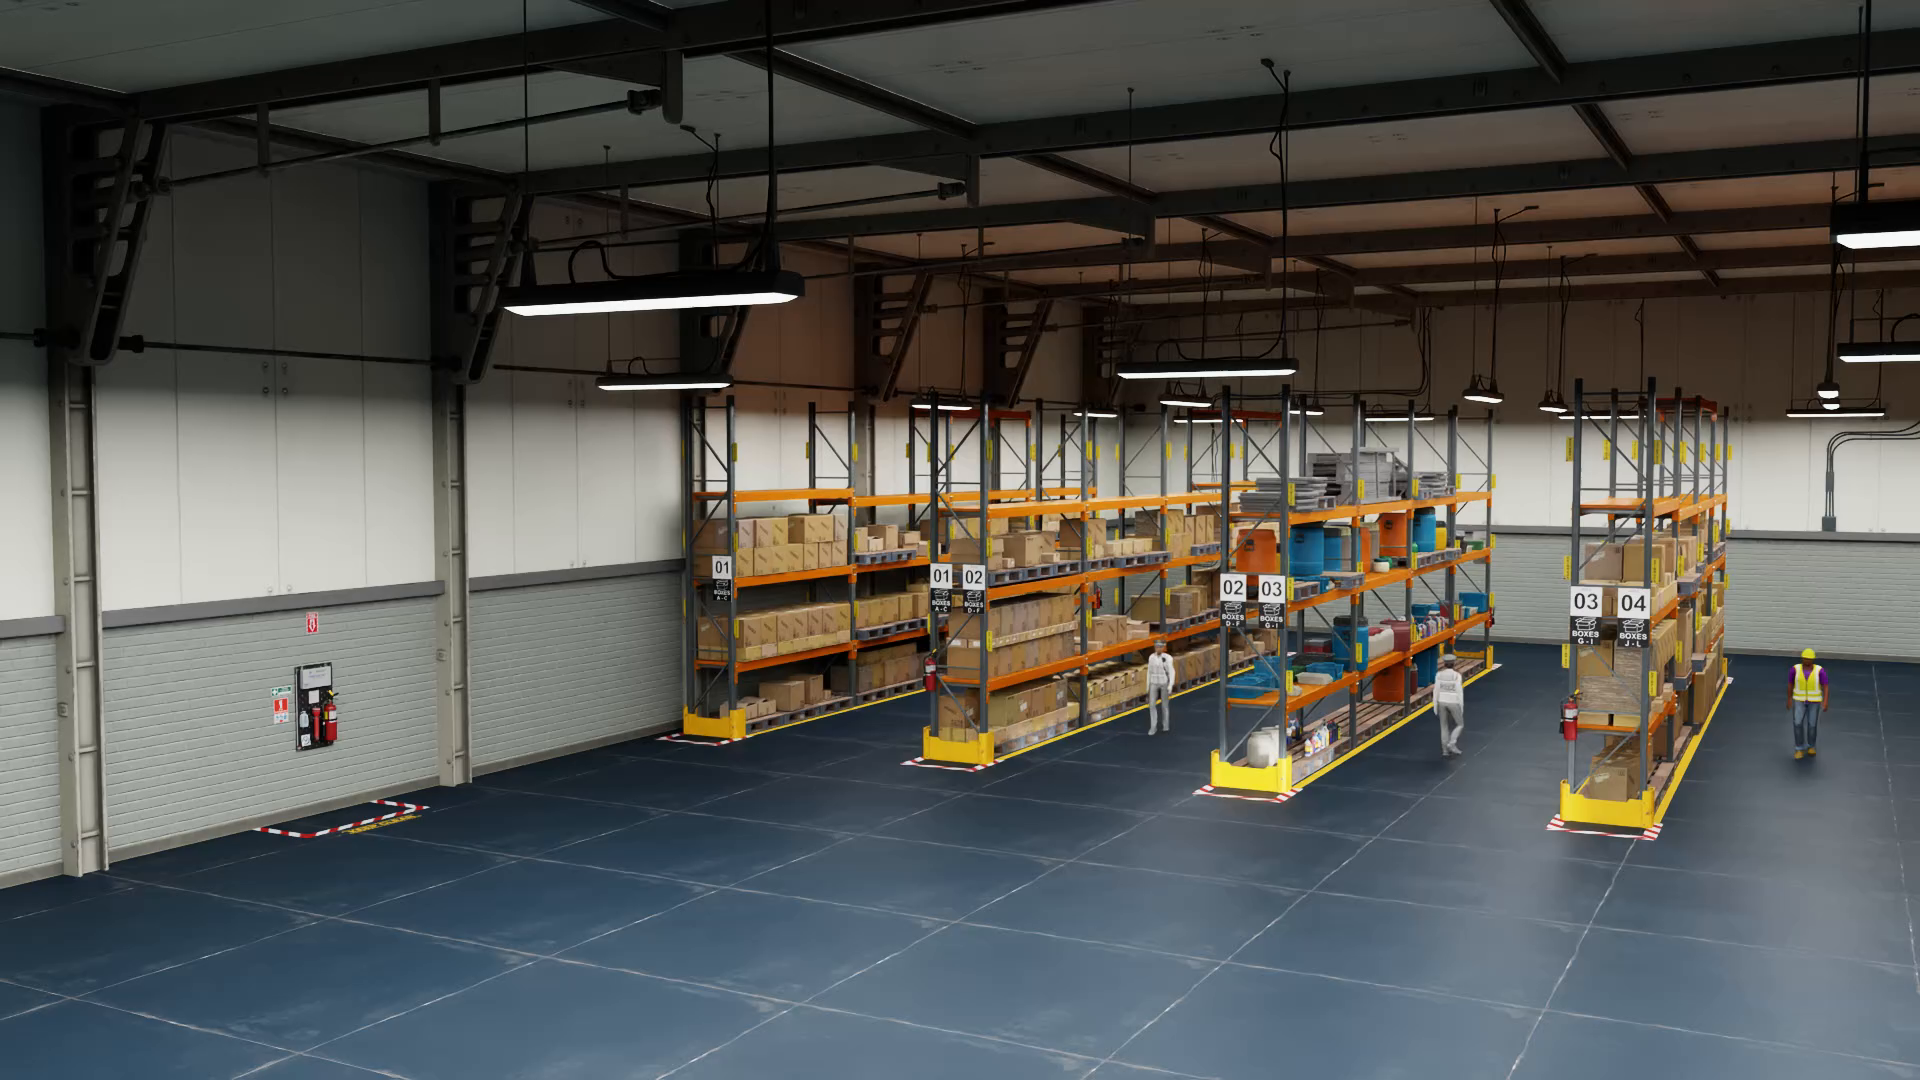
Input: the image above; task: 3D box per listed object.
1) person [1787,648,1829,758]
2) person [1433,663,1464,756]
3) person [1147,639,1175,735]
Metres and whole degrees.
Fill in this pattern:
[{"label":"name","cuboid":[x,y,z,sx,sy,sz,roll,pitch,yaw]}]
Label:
[{"label":"person","cuboid":[13.952,2.693,27.374,0.626,1.819,0.558,2,3,30]},{"label":"person","cuboid":[8.031,2.737,27.369,0.518,1.654,0.479,2,4,32]},{"label":"person","cuboid":[3.571,2.608,29.688,0.543,1.690,0.616,1,3,24]}]
